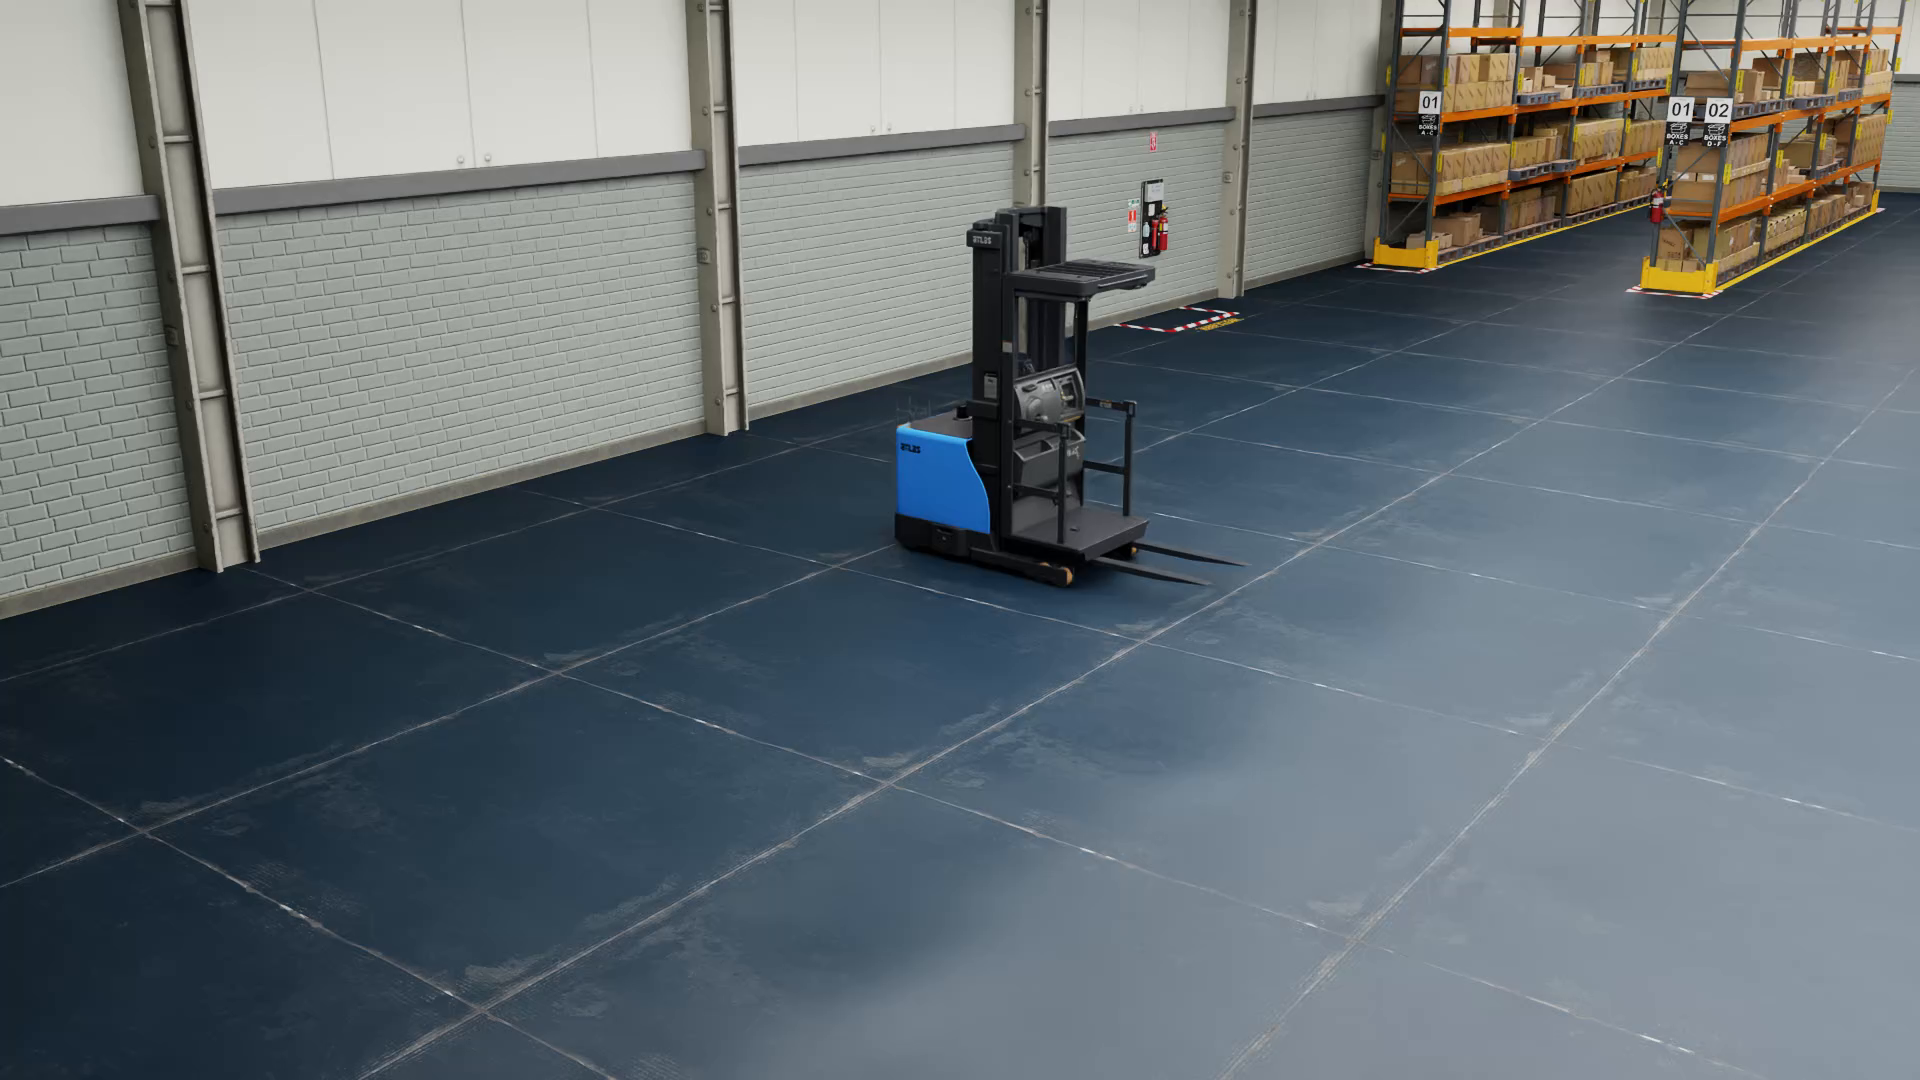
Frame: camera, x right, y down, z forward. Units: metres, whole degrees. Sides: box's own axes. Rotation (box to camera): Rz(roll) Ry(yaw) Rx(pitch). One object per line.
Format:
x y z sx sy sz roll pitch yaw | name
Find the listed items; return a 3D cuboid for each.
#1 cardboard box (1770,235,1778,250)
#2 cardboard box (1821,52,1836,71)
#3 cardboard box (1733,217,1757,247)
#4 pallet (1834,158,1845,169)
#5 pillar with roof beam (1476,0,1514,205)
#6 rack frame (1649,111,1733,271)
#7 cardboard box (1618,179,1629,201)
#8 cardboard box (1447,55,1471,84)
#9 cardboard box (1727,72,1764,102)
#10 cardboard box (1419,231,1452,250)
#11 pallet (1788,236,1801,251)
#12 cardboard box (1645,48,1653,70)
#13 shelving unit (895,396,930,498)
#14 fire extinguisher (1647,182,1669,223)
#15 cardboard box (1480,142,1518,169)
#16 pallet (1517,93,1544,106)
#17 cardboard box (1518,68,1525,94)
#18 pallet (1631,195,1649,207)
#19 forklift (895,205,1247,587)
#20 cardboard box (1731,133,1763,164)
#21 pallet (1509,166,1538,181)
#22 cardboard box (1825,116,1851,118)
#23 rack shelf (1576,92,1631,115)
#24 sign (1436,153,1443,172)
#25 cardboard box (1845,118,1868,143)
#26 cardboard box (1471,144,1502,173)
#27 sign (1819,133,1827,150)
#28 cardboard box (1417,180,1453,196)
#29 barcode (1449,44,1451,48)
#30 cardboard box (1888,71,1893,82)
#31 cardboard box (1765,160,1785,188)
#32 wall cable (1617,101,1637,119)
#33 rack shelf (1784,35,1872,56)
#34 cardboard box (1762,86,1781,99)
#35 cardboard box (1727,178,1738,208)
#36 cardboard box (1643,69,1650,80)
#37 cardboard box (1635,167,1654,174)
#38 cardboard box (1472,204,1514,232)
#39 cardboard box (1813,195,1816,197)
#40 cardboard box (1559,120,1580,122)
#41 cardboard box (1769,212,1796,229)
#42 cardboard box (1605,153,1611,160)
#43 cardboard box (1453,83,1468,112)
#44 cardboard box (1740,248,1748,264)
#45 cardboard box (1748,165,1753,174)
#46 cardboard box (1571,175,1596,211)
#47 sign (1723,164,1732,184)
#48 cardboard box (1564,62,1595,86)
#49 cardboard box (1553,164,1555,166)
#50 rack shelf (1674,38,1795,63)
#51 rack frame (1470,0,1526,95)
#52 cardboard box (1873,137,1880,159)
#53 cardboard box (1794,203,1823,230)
15.492 -5.769 32.190 0.500 0.250 0.500 13 22 36 | cardboard box
18.003 -9.964 34.858 0.500 0.500 0.500 12 21 35 | cardboard box
14.339 -5.687 30.663 0.500 0.500 0.500 12 21 35 | cardboard box
18.949 -8.350 36.899 1.003 0.211 1.213 12 21 35 | pallet
15.137 -10.482 33.325 9.100 9.000 0.400 12 21 35 | pillar with roof beam
12.363 -5.755 28.217 1.000 3.000 0.127 12 21 35 | rack frame
16.061 -8.654 41.061 0.700 0.500 0.500 13 21 35 | cardboard box
9.147 -8.756 30.936 0.500 0.500 0.500 12 21 34 | cardboard box
13.572 -7.850 28.793 0.500 0.500 0.500 12 21 35 | cardboard box
9.207 -5.840 32.283 0.500 0.311 0.500 15 22 39 | cardboard box
16.608 -6.139 34.157 1.003 0.211 1.213 12 21 35 | pallet
16.484 -11.698 40.411 0.500 0.500 0.500 12 21 34 | cardboard box
-0.418 -0.664 14.857 0.258 1.200 0.189 12 21 36 | shelving unit
11.920 -5.772 28.402 0.296 0.674 0.183 12 21 35 | fire extinguisher
11.097 -7.955 34.392 0.700 0.500 0.500 12 21 35 | cardboard box
11.219 -9.053 34.097 1.213 0.211 1.003 12 21 35 | pallet
11.156 -9.379 33.953 0.500 0.500 0.500 16 24 42 | cardboard box
16.775 -8.615 42.129 1.003 0.211 1.213 12 21 35 | pallet
0.911 -1.193 13.643 3.031 2.935 1.130 13 21 35 | forklift
14.187 -7.147 30.346 0.700 0.500 0.500 12 21 35 | cardboard box
11.338 -7.647 34.633 1.003 0.211 1.213 12 21 35 | pallet
20.511 -9.666 38.959 0.500 0.500 0.500 12 21 34 | cardboard box
14.341 -10.100 38.365 1.077 0.370 4.000 12 21 35 | rack shelf
8.819 -6.947 30.596 0.100 0.325 0.005 12 21 35 | sign
20.327 -9.324 37.855 0.500 0.500 0.500 12 21 33 | cardboard box
10.440 -7.591 33.085 0.500 0.500 0.500 12 21 34 | cardboard box
17.578 -8.116 33.868 0.100 0.325 0.005 12 21 35 | sign
8.928 -6.627 31.246 0.500 0.250 0.500 12 21 33 | cardboard box
9.592 -9.667 32.553 0.001 0.075 0.075 12 21 35 | barcode
21.795 -10.998 39.453 0.500 0.250 0.500 12 21 35 | cardboard box
15.830 -7.180 32.638 0.500 0.500 0.500 12 21 35 | cardboard box
17.919 -11.397 44.675 0.084 1.984 1.851 12 21 35 | wall cable
18.322 -10.467 35.163 1.077 0.370 4.000 12 21 35 | rack shelf
15.121 -8.414 31.267 0.500 0.250 0.500 15 23 40 | cardboard box
13.261 -6.155 29.336 0.700 0.500 0.500 13 21 35 | cardboard box
16.471 -11.333 40.500 0.500 0.250 0.500 12 21 34 | cardboard box
17.497 -9.448 42.525 0.380 0.149 0.250 13 22 36 | cardboard box
11.191 -6.777 34.981 0.700 0.500 0.500 13 22 37 | cardboard box
18.720 -7.428 37.079 0.500 0.500 0.500 13 21 35 | cardboard box
14.134 -9.612 38.669 0.500 0.250 0.500 12 21 33 | cardboard box
16.408 -6.402 33.286 0.500 0.311 0.500 12 21 34 | cardboard box
15.126 -9.055 39.235 0.380 0.149 0.250 12 21 35 | cardboard box
9.131 -8.276 31.076 0.500 0.500 0.500 14 22 38 | cardboard box
14.054 -5.207 30.381 0.500 0.250 0.500 12 21 35 | cardboard box
13.999 -6.660 29.871 0.380 0.149 0.250 13 22 36 | cardboard box
14.220 -8.068 38.583 0.750 0.750 0.750 12 21 34 | cardboard box
12.805 -6.106 27.757 0.100 0.325 0.005 12 21 35 | sign
14.006 -10.616 37.902 0.700 0.500 0.500 14 22 37 | cardboard box
13.531 -8.462 37.324 0.380 0.149 0.250 12 21 34 | cardboard box
13.555 -8.562 29.028 1.077 0.370 4.000 12 21 35 | rack shelf
10.766 -10.447 33.211 1.000 3.000 0.127 12 21 35 | rack frame
21.542 -9.334 39.576 0.500 0.500 0.500 13 21 35 | cardboard box
17.938 -6.860 35.250 0.500 0.500 0.500 12 21 33 | cardboard box
